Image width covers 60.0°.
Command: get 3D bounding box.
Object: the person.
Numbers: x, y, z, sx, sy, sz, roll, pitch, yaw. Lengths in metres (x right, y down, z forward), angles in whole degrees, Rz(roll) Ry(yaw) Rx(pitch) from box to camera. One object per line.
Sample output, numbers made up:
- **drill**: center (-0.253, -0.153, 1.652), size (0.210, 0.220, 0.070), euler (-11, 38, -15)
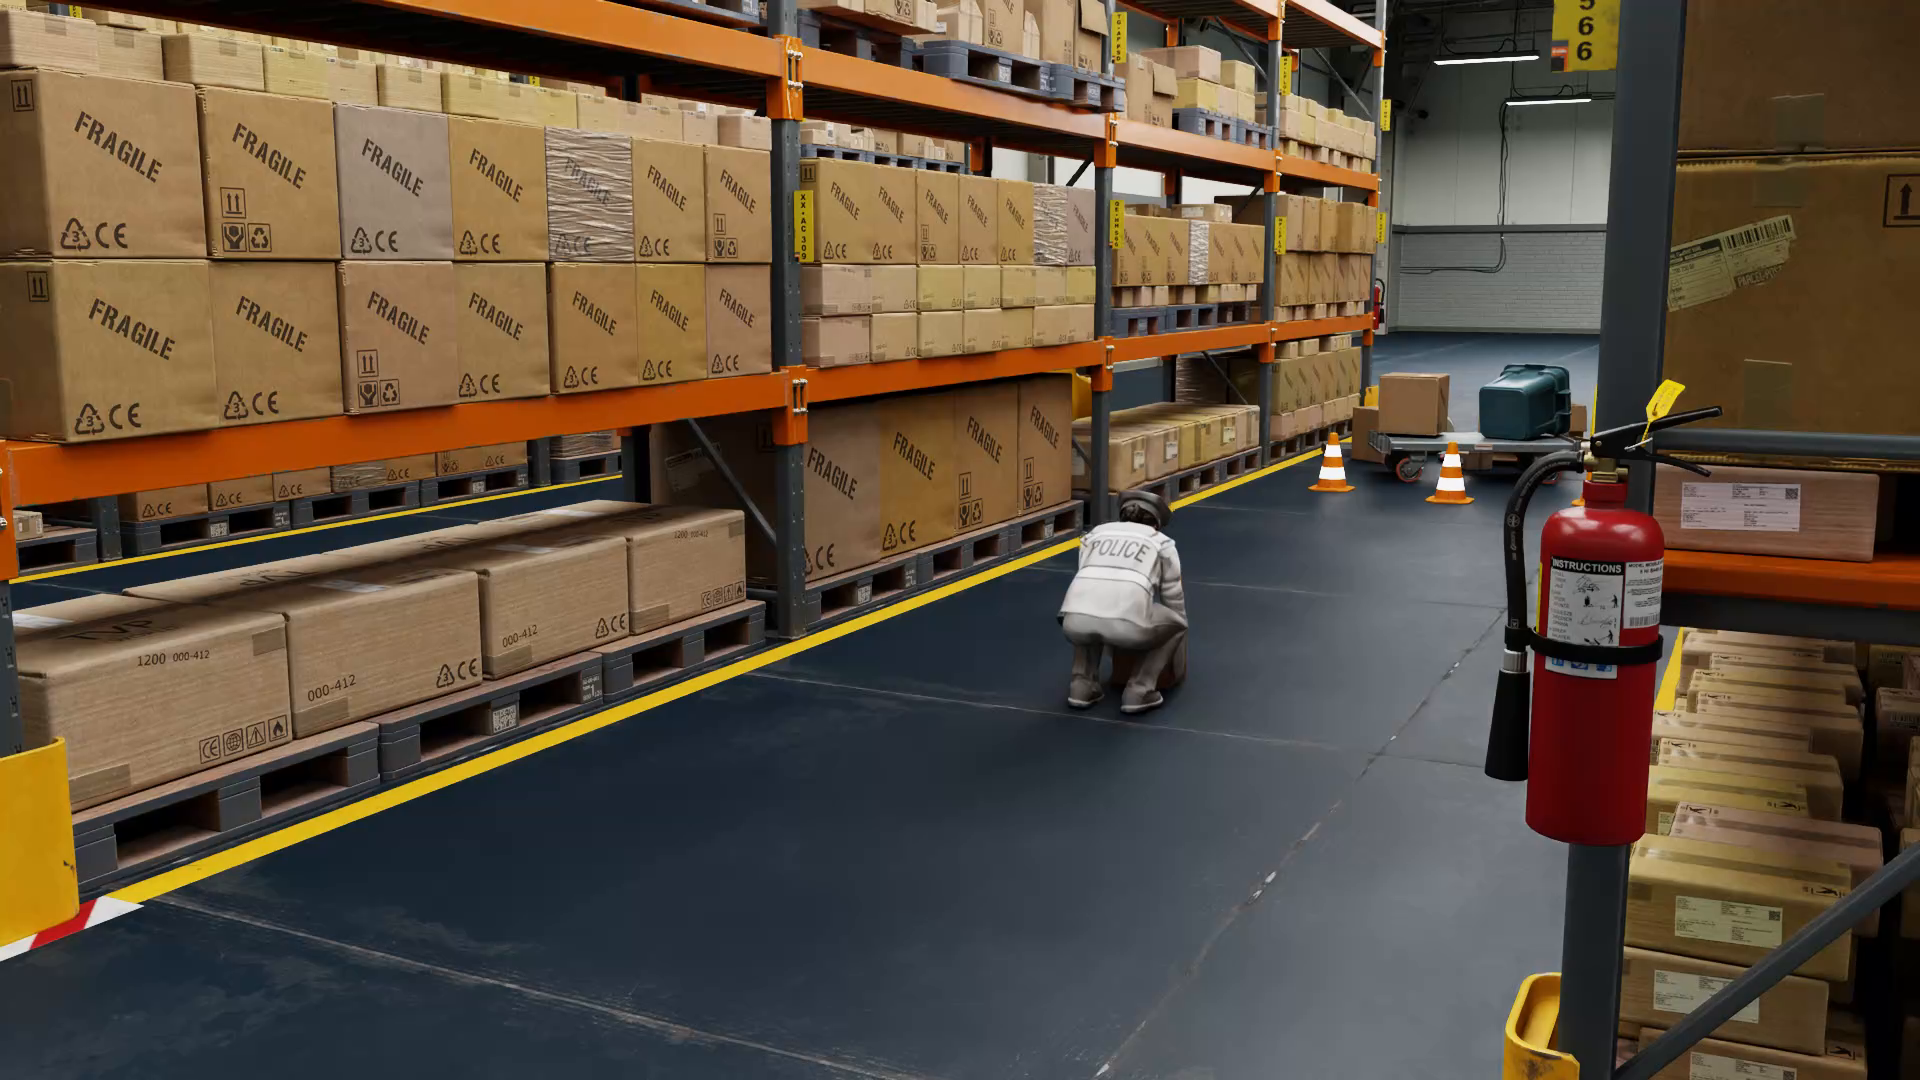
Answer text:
- **person**: center (0.695, 0.248, 6.939), size (0.481, 0.853, 0.851), euler (5, 10, 26)
